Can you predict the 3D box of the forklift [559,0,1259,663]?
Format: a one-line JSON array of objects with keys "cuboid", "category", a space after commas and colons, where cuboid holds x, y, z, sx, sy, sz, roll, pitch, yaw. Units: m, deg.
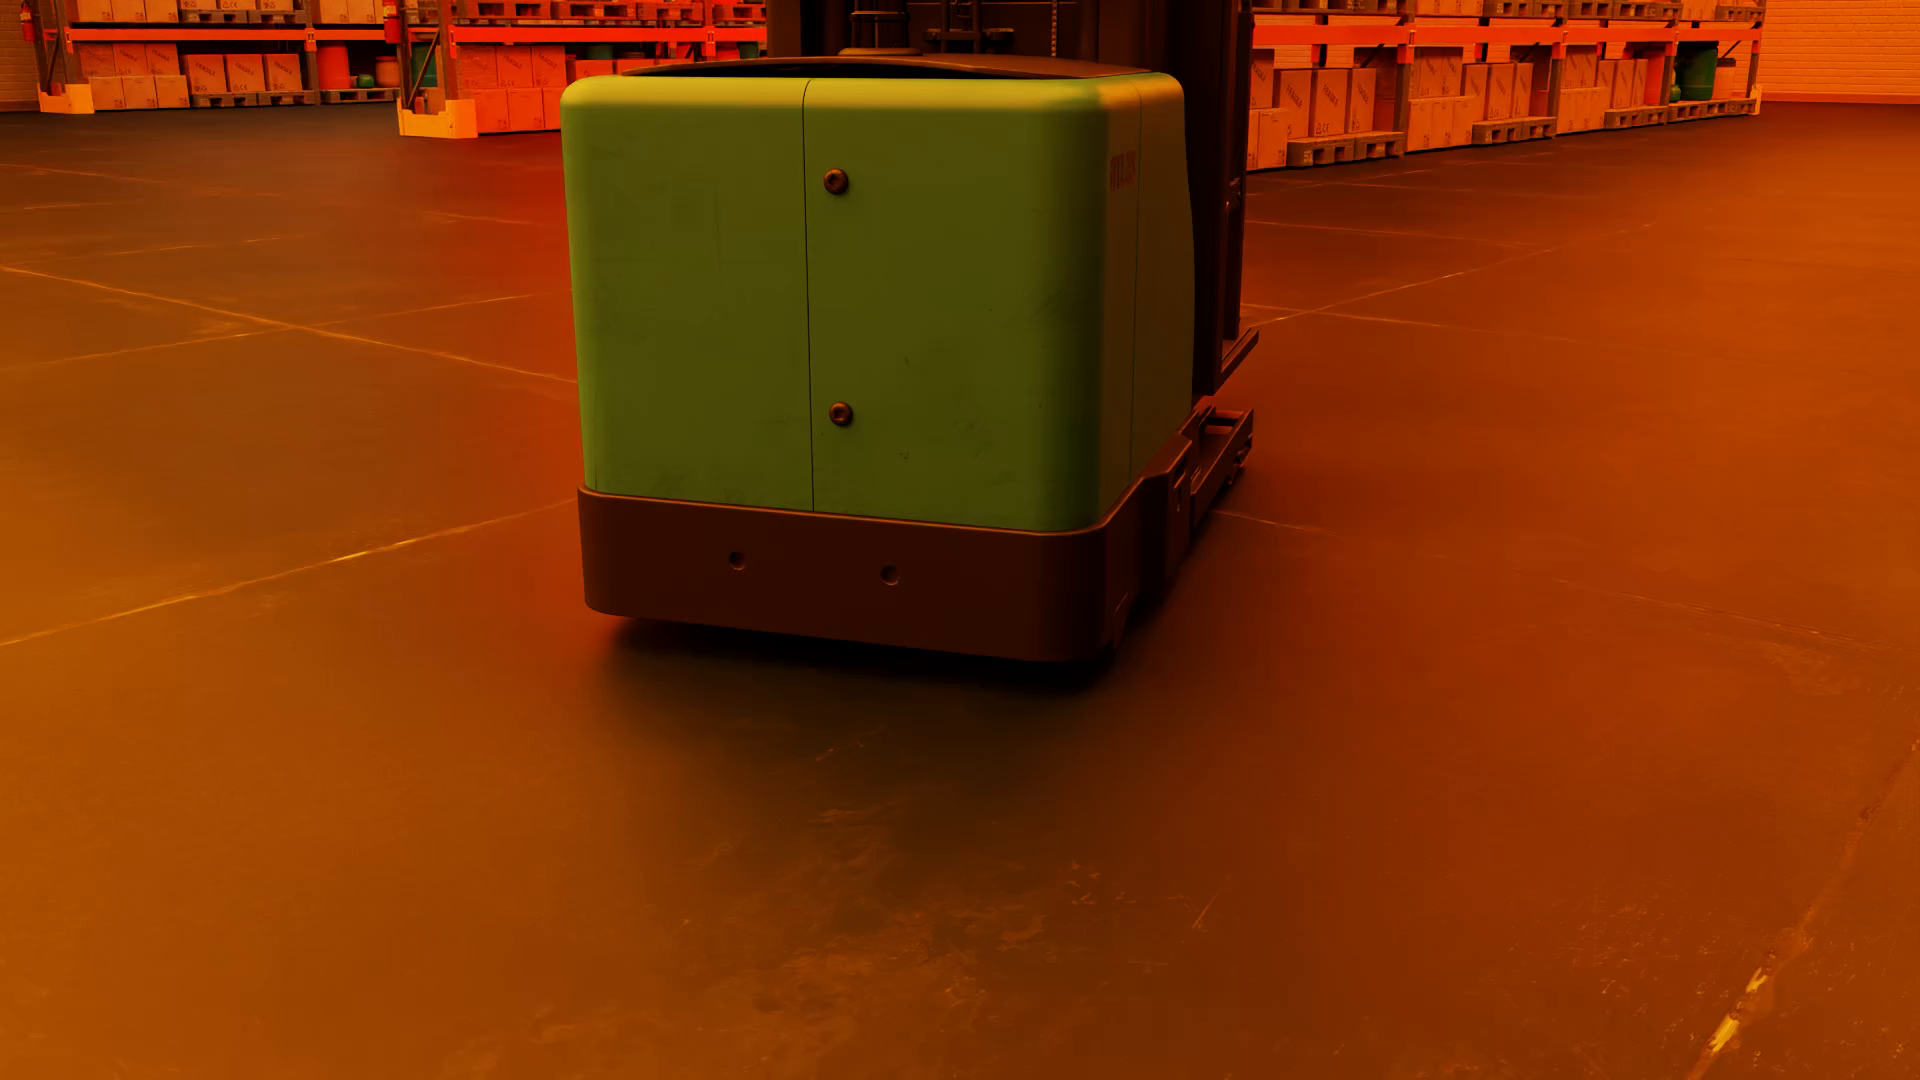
[{"cuboid": [0.182, -1.571, 4.072, 1.130, 2.935, 3.031, 5, 18, 17], "category": "forklift"}]
